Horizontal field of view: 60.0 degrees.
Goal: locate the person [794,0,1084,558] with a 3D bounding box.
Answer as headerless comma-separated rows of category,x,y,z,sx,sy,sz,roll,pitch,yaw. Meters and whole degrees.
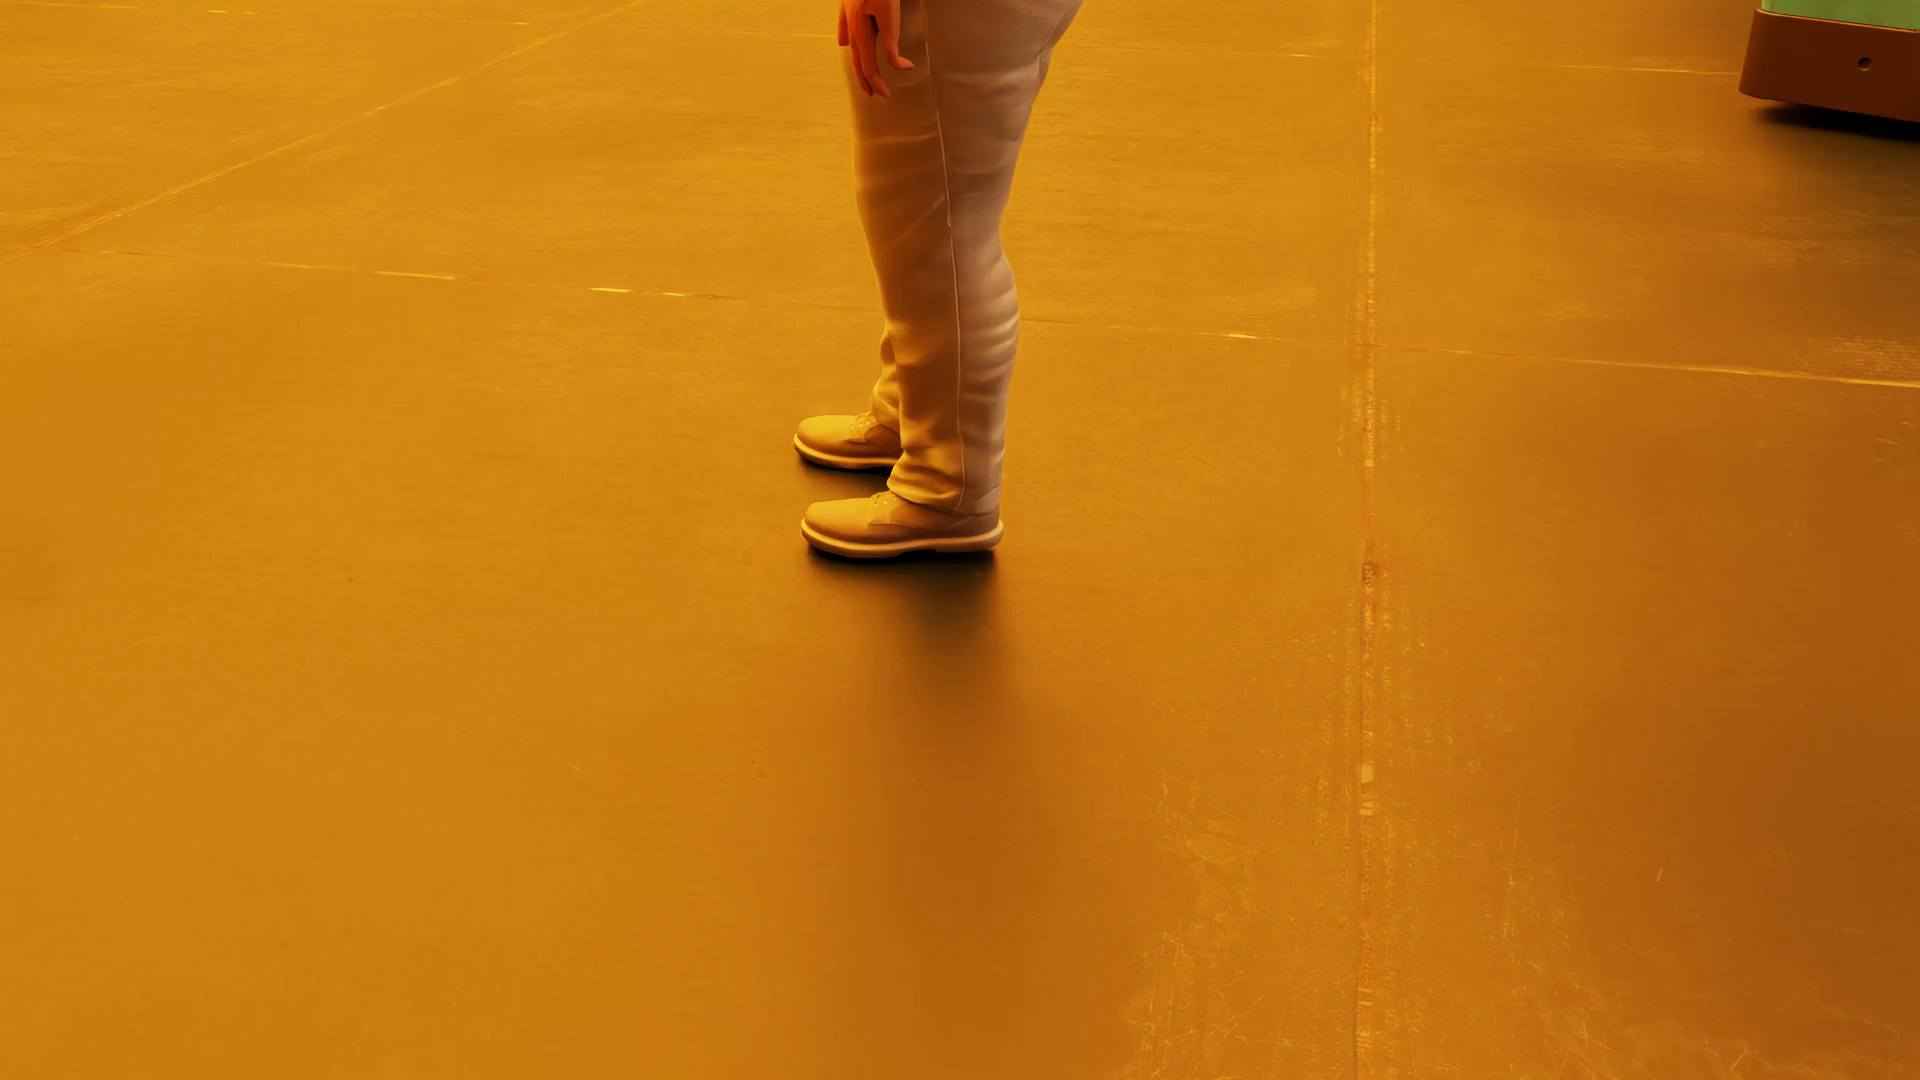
person,-0.070,-0.768,2.157,0.529,1.670,0.598,6,27,11

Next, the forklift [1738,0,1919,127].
forklift,3.782,-2.878,4.950,3.031,2.935,1.130,-22,34,-37
